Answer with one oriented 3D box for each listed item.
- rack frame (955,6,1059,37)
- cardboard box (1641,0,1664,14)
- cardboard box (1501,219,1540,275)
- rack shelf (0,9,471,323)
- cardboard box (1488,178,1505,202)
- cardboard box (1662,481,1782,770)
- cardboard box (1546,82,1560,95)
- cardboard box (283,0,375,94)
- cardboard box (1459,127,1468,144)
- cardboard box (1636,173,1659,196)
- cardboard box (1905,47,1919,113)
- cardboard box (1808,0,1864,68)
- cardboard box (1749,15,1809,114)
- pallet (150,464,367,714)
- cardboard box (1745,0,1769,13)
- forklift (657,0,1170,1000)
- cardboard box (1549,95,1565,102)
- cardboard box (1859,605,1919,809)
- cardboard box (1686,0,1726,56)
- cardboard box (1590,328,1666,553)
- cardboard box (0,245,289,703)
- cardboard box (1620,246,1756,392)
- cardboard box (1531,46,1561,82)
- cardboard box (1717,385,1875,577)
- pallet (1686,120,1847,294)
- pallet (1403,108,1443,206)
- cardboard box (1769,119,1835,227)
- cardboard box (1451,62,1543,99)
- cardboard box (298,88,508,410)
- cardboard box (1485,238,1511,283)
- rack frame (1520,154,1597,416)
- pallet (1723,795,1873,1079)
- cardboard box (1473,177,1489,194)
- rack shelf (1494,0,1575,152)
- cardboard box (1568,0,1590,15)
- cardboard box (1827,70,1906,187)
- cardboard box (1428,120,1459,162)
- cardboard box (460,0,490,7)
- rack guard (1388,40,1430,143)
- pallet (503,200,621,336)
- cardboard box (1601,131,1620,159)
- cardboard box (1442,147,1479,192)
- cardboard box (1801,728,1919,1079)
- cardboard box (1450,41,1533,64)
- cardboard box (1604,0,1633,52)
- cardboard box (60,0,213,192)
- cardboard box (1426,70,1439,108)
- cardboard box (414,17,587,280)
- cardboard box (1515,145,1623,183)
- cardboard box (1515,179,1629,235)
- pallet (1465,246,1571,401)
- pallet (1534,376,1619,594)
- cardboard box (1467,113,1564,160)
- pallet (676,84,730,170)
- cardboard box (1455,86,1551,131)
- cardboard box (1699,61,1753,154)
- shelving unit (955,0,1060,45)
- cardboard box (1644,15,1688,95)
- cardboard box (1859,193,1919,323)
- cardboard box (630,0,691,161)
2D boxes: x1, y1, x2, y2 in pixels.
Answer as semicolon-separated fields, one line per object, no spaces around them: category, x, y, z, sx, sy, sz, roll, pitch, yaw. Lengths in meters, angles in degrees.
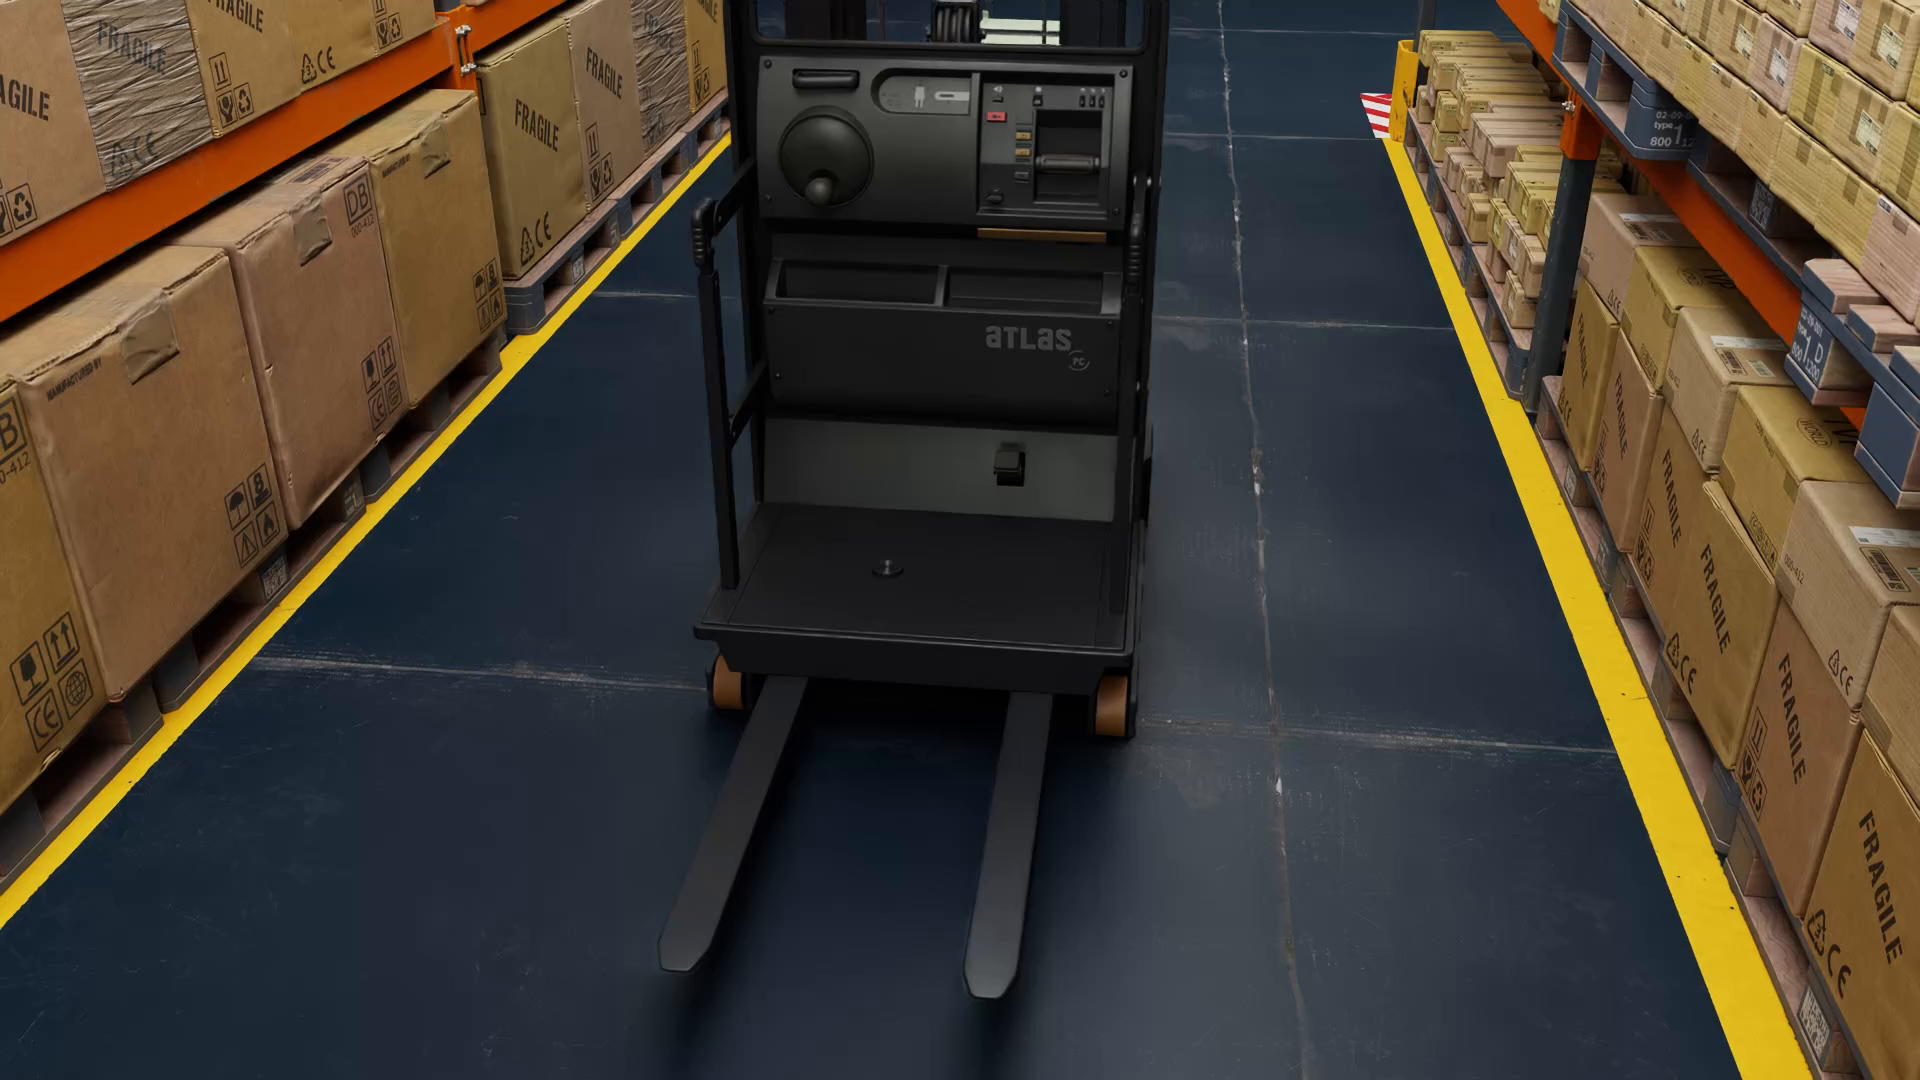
rack frame;0.159;-1.055;5.621;0.400;1.500;0.023;5;28;9
cardboard box;1.982;-1.457;4.301;0.380;0.149;0.250;2;28;4
cardboard box;2.322;-1.132;6.439;0.380;0.149;0.250;2;28;4
rack shelf;-2.577;-0.855;4.432;1.077;0.370;4.000;3;28;6
cardboard box;2.478;-1.493;7.108;0.380;0.149;0.250;4;29;7
cardboard box;2.026;0.203;3.904;0.500;0.500;0.500;2;28;4
cardboard box;3.202;-2.336;8.672;0.380;0.149;0.250;3;28;5
cardboard box;-2.185;-1.688;5.116;0.500;0.500;0.500;4;29;8
cardboard box;2.641;-1.998;8.045;0.380;0.149;0.250;2;28;4
cardboard box;2.901;-1.367;6.560;0.380;0.149;0.250;3;28;5
cardboard box;1.759;-0.729;2.635;0.380;0.149;0.250;4;29;8
cardboard box;1.823;-0.968;3.079;0.380;0.149;0.250;3;28;6
cardboard box;1.853;-0.966;3.388;0.380;0.149;0.250;4;29;7
pallet;-2.498;0.058;4.919;1.003;0.211;1.213;3;28;6
cardboard box;1.887;-1.219;3.544;0.380;0.149;0.250;4;29;8
forklift;-0.067;-0.954;3.930;1.130;2.935;3.031;3;28;6
cardboard box;3.090;-2.090;8.217;0.380;0.149;0.250;3;28;6
cardboard box;1.912;0.354;2.832;0.500;0.250;0.500;3;28;5
cardboard box;1.918;-1.206;3.834;0.380;0.149;0.250;3;28;5
cardboard box;2.162;-0.280;4.799;0.500;0.500;0.500;5;29;8
cardboard box;-2.600;-0.222;4.297;1.225;0.875;0.875;3;29;6
cardboard box;2.163;-0.608;4.618;0.500;0.250;0.500;4;29;8
cardboard box;3.168;-2.473;8.613;0.380;0.149;0.250;4;29;7
cardboard box;2.041;-0.122;3.717;0.500;0.250;0.500;4;29;7
pallet;2.290;-0.744;3.670;1.003;0.211;1.213;3;28;6
pallet;2.925;-2.016;8.770;1.003;0.211;1.213;3;28;6
cardboard box;1.822;-0.709;3.226;0.380;0.149;0.250;2;28;4
cardboard box;2.647;-2.255;8.209;0.380;0.149;0.250;2;28;4
cardboard box;-2.390;-1.060;5.852;1.225;0.875;0.875;3;29;6
cardboard box;2.372;-1.157;6.797;0.380;0.149;0.250;2;28;5
rack frame;2.579;-1.777;5.386;1.000;3.000;0.127;3;28;6
pallet;2.186;0.966;3.235;1.003;0.211;1.213;3;28;6
cardboard box;2.514;-1.517;7.467;0.380;0.149;0.250;4;29;7
rack shelf;2.824;-2.402;7.304;1.077;0.370;4.000;3;28;6
cardboard box;2.074;-1.692;5.051;0.380;0.149;0.250;2;28;4
cardboard box;1.789;-0.726;2.943;0.380;0.149;0.250;3;29;6
cardboard box;2.572;-2.002;8.367;0.380;0.149;0.250;4;29;7
cardboard box;-1.965;-2.122;6.291;0.380;0.149;0.250;3;29;6
rack guard;3.059;-2.524;9.407;1.175;0.500;0.348;3;28;6
pallet;-2.161;-1.238;7.326;1.003;0.211;1.213;3;28;6
cardboard box;2.974;-1.739;7.251;0.380;0.149;0.250;2;28;4
cardboard box;2.519;-1.764;7.926;0.380;0.149;0.250;2;28;4
cardboard box;1.910;0.697;2.987;0.500;0.500;0.500;3;28;6
cardboard box;2.753;-2.488;8.641;0.380;0.149;0.250;4;29;7
cardboard box;2.011;-1.444;4.590;0.380;0.149;0.250;4;29;7
cardboard box;-2.309;-1.206;4.221;0.500;0.500;0.500;3;29;6
cardboard box;2.660;-2.363;8.723;0.380;0.149;0.250;3;28;6
cardboard box;-2.171;-1.668;6.981;0.875;0.875;0.875;3;28;6
cardboard box;2.488;-1.509;6.824;0.380;0.149;0.250;4;29;8
cardboard box;2.356;-1.274;6.388;0.380;0.149;0.250;4;29;7
pallet;2.626;-0.867;6.638;1.003;0.211;1.213;3;28;6
pallet;2.485;-0.183;5.367;1.003;0.211;1.213;3;28;6
cardboard box;2.451;-1.769;7.308;0.380;0.149;0.250;2;28;4
pallet;-1.862;-2.387;9.458;1.003;0.211;1.213;3;28;6
cardboard box;2.526;-2.004;7.743;0.380;0.149;0.250;4;29;7
cardboard box;1.885;-0.959;3.690;0.380;0.149;0.250;2;28;4
shelving unit;0.223;-1.225;5.939;0.431;1.500;0.755;5;28;9
cardboard box;1.949;-1.206;4.149;0.380;0.149;0.250;2;28;4
cardboard box;1.756;-0.465;2.773;0.380;0.149;0.250;4;29;7
cardboard box;-1.952;-2.511;8.545;0.875;0.875;0.875;3;28;6
